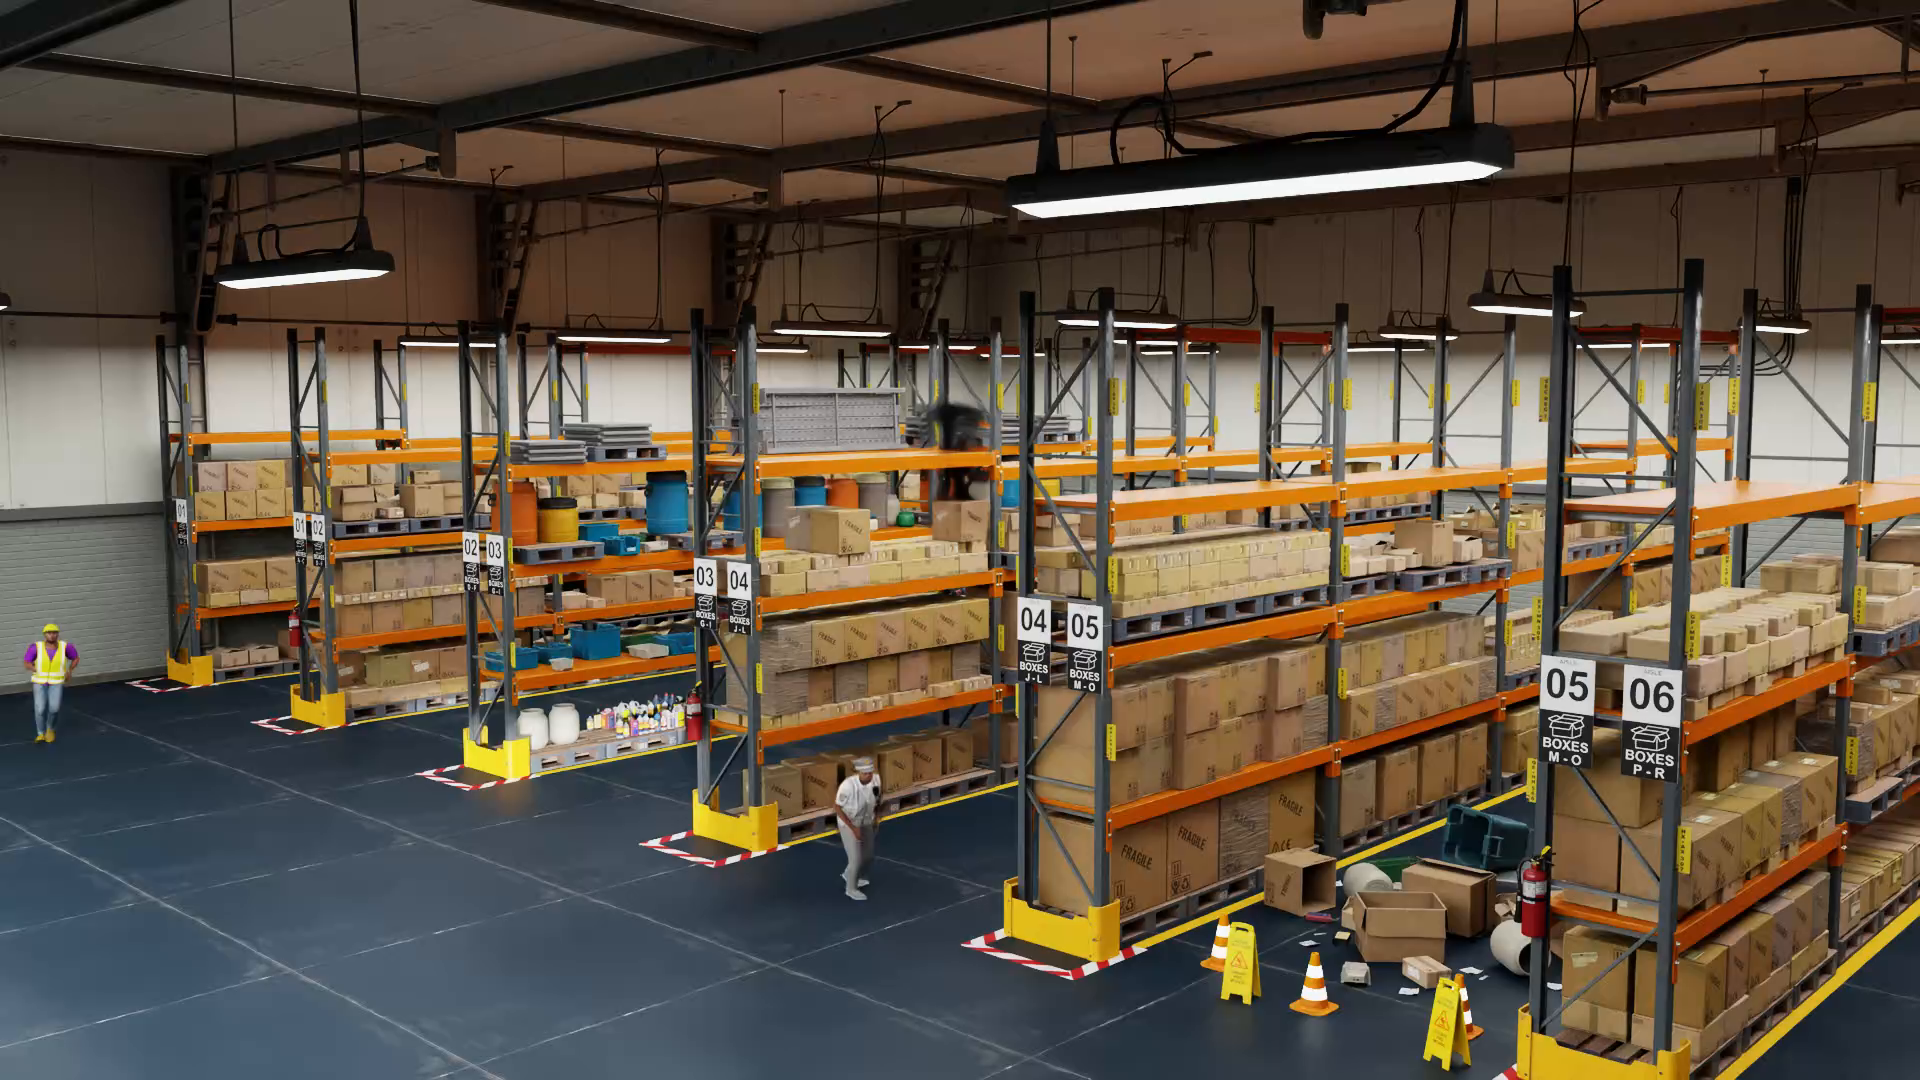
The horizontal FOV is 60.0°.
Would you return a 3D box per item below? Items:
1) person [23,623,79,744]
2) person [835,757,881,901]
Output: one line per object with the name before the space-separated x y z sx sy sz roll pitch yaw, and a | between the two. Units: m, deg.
person | -13.045 2.067 23.854 0.692 1.748 0.662 -2 6 -22
person | -1.030 2.851 16.656 0.597 1.520 0.836 -4 7 -37
